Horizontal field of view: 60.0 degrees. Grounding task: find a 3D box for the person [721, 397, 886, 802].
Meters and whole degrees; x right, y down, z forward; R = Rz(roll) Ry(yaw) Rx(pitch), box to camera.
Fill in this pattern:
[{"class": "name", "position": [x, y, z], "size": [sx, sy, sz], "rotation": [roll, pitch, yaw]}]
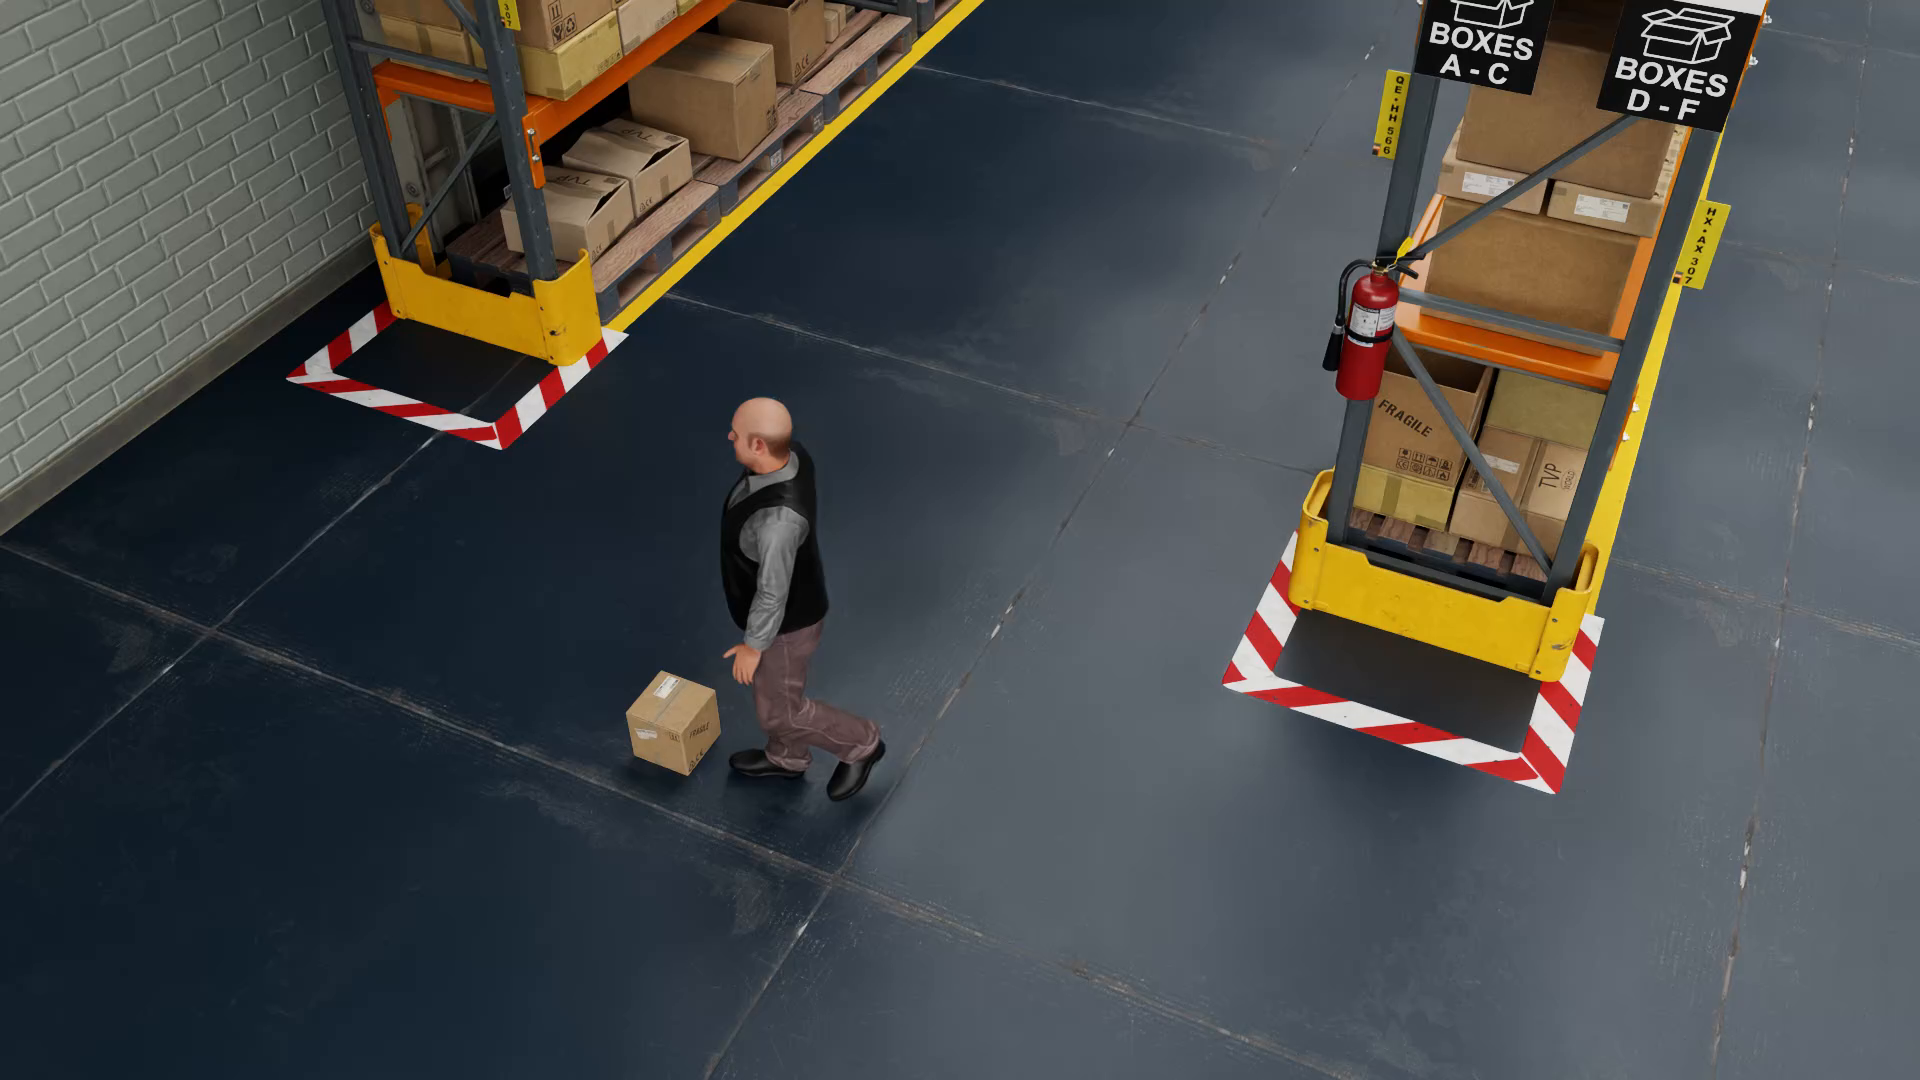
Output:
[{"class": "person", "position": [-0.592, 0.269, 5.932], "size": [0.602, 1.622, 0.567], "rotation": [-5, 42, -6]}]
